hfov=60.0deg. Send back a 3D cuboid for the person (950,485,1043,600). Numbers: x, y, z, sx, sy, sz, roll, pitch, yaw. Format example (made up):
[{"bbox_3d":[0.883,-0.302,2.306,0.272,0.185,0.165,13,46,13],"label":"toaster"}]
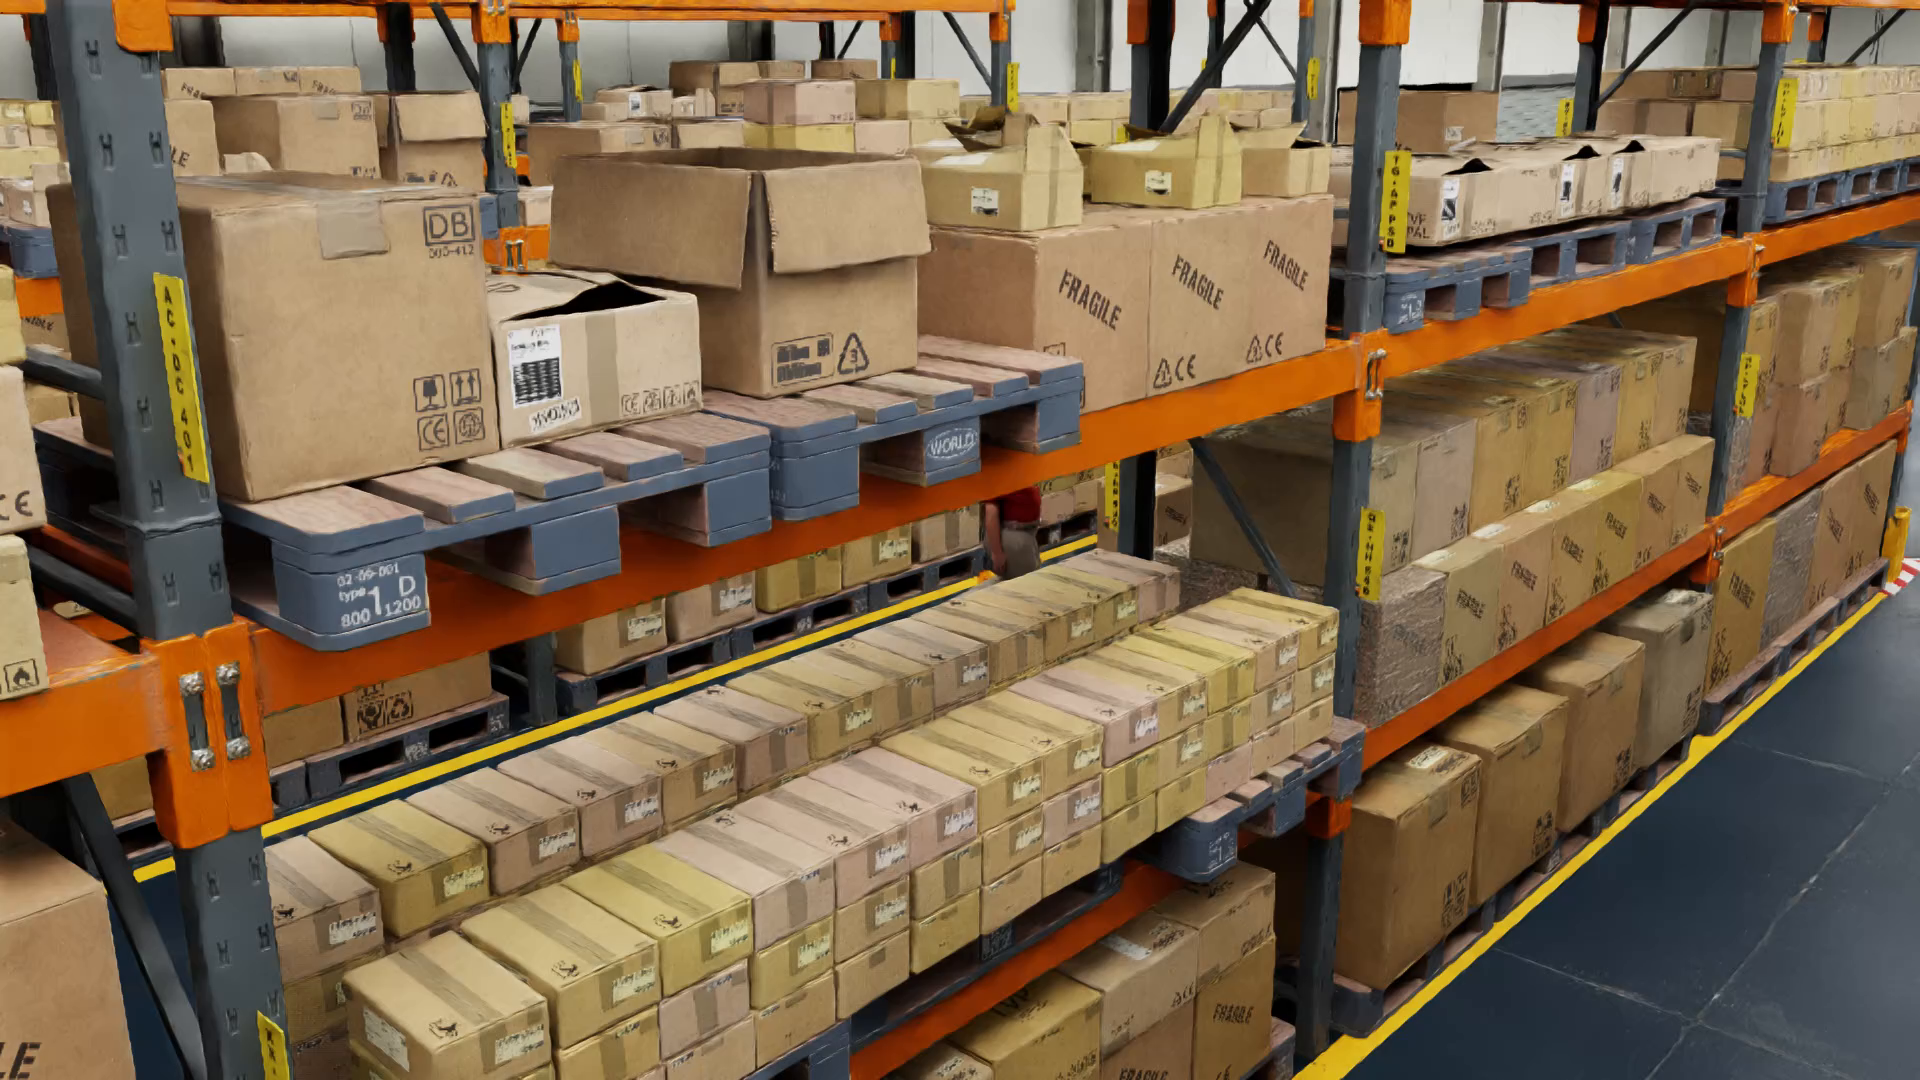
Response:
[{"bbox_3d":[0.294,-0.023,10.193,0.703,1.687,0.605,1,17,3],"label":"person"}]
